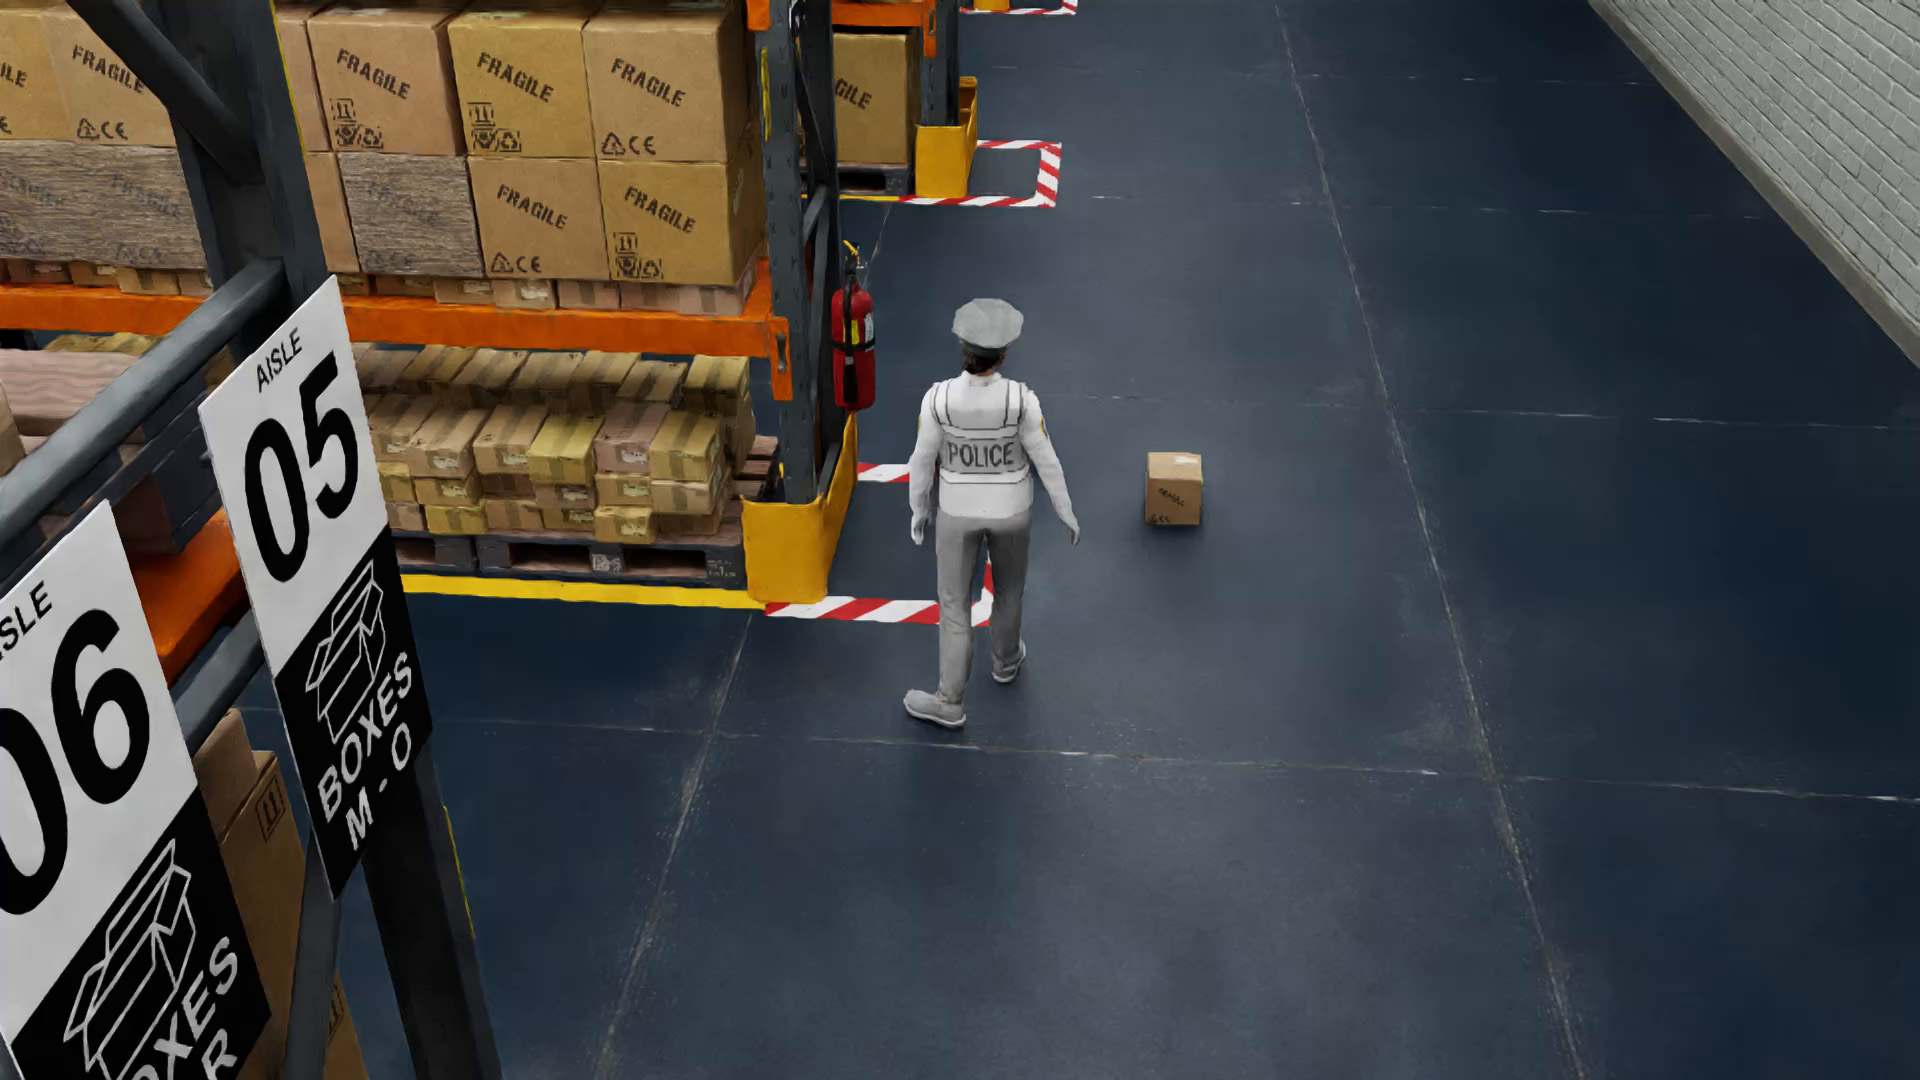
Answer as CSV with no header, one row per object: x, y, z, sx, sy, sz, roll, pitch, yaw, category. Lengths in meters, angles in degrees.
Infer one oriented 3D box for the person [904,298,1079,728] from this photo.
0.115,-0.112,6.284,0.676,1.664,0.608,0,32,0,person
